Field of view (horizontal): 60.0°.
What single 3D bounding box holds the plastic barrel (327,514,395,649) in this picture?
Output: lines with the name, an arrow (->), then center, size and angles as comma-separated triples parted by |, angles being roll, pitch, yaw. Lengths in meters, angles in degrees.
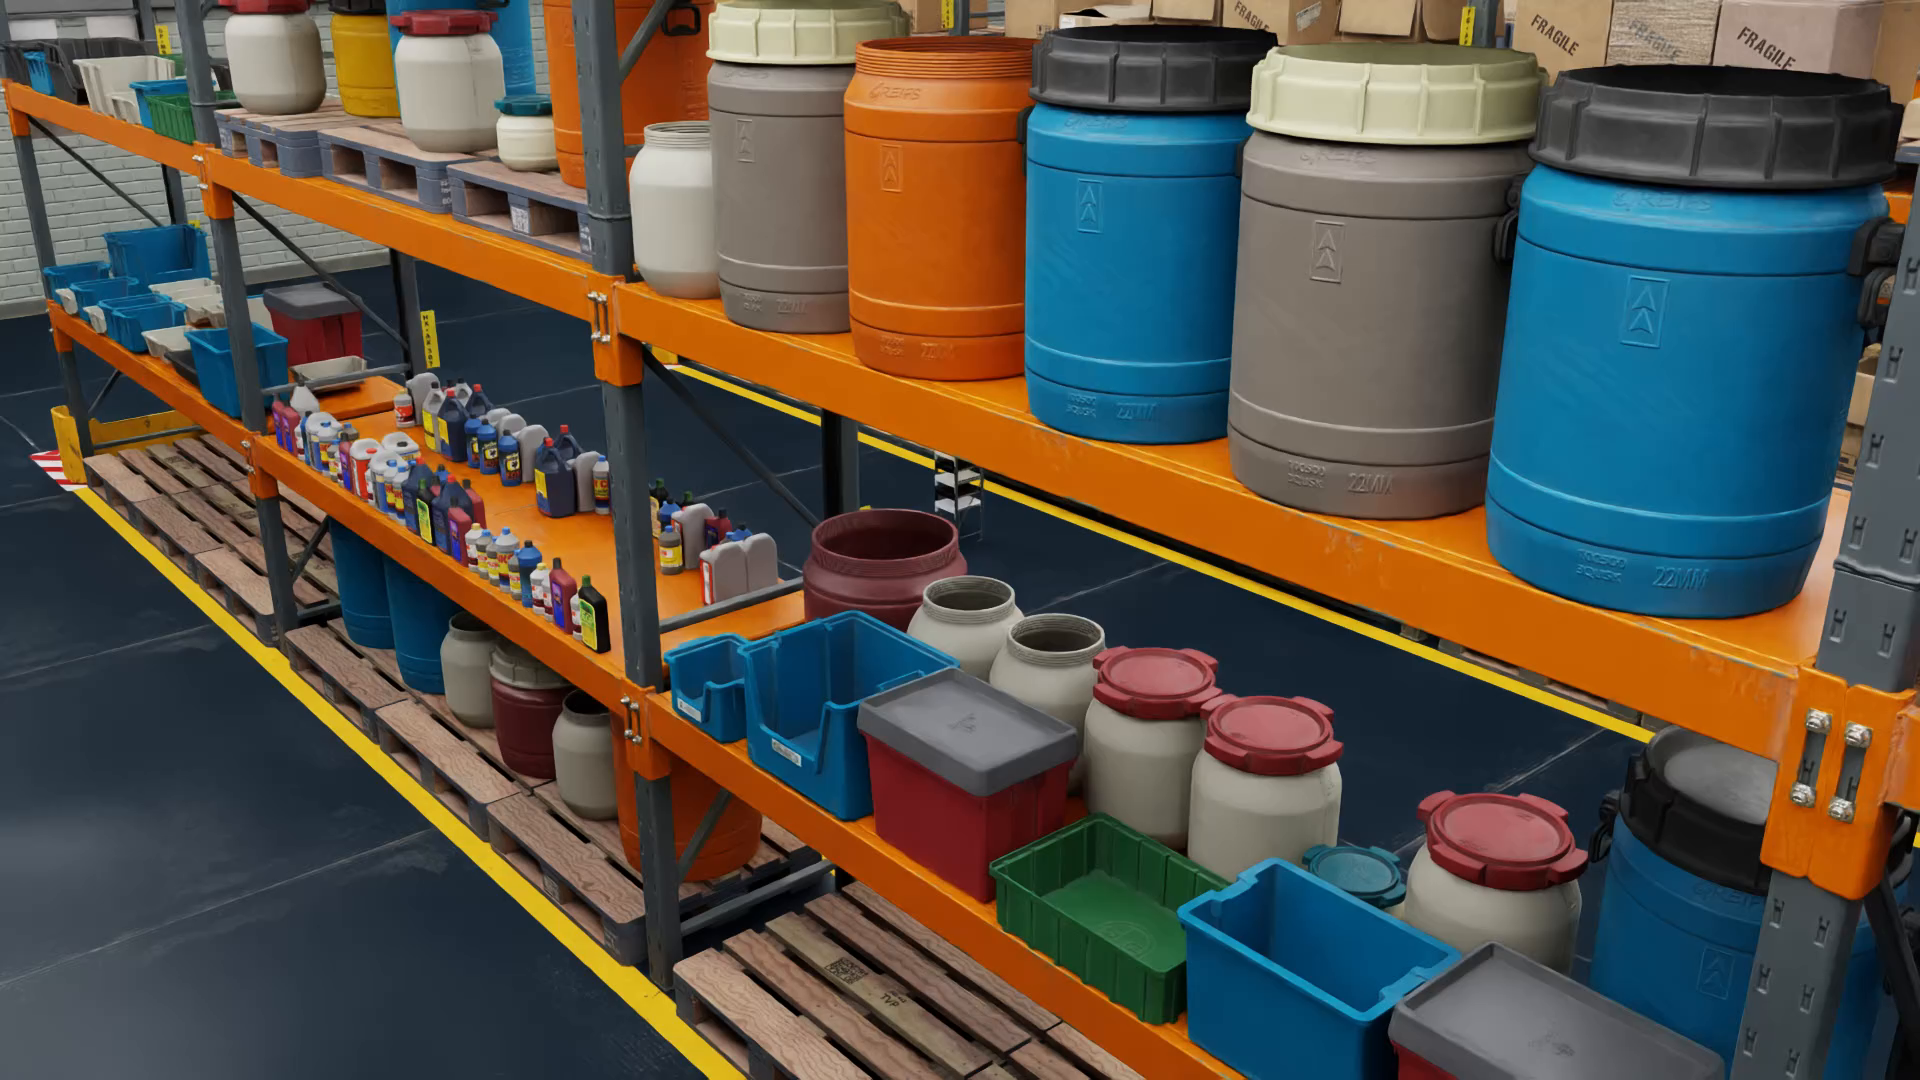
plastic barrel -> -3.073, 0.066, 9.005 | 0.600, 0.901, 0.708 | -17, 27, -37

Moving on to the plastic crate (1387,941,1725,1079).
plastic crate -> 1.259, 1.249, 3.593 | 0.402, 0.464, 0.583 | -17, 27, -37

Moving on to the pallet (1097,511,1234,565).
pallet -> 1.698, -0.218, 11.252 | 1.003, 0.211, 1.213 | -17, 27, -37

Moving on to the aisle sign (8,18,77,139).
aisle sign -> -6.298, -3.135, 11.310 | 0.394, 0.787, 0.004 | -17, 27, -37

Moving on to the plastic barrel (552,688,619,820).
plastic barrel -> -1.573, 0.932, 7.327 | 0.421, 0.512, 0.421 | 0, 21, 0

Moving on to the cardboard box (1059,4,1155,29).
cardboard box -> 0.985, -3.275, 10.667 | 0.500, 0.311, 0.500 | -19, 28, -39

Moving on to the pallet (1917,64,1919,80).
pallet -> 7.232, -3.240, 11.290 | 1.213, 0.211, 1.003 | -16, 26, -35

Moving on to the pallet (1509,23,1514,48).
pallet -> 5.162, -4.030, 13.304 | 1.213, 0.211, 1.003 | -17, 27, -37

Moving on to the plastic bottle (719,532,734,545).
plastic bottle -> -0.960, 0.066, 6.976 | 0.097, 0.201, 0.097 | 0, 21, 0

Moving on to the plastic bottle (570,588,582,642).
plastic bottle -> -1.453, 0.281, 6.426 | 0.097, 0.201, 0.097 | 0, 21, 0

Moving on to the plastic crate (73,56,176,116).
plastic crate -> -4.813, -2.631, 9.638 | 0.437, 0.282, 0.530 | -17, 27, -37

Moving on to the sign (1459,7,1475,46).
sign -> 2.522, -2.489, 8.294 | 0.100, 0.325, 0.005 | -17, 27, -37

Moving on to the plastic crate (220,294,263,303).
plastic crate -> -4.491, -1.419, 10.641 | 0.416, 0.233, 0.300 | -17, 27, -37

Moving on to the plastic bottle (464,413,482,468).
plastic bottle -> -2.428, -0.503, 8.332 | 0.097, 0.271, 0.097 | 0, 21, 0

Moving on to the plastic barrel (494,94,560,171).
plastic barrel -> -1.615, -1.554, 6.340 | 0.301, 0.262, 0.301 | 0, 21, 0

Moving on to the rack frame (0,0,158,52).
rack frame -> -6.026, -4.769, 10.820 | 1.000, 3.000, 0.127 | -17, 27, -37

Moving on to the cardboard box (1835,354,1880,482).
cardboard box -> 4.357, -0.540, 7.531 | 0.797, 0.503, 0.637 | -14, 26, -32

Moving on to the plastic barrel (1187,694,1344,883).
plastic barrel -> 0.869, 0.758, 4.750 | 0.433, 0.535, 0.433 | 0, 21, 0

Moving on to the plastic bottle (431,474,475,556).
plastic bottle -> -2.210, -0.122, 7.250 | 0.144, 0.351, 0.185 | -17, 27, -37

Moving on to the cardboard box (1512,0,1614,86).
cardboard box -> 3.060, -2.429, 8.137 | 0.500, 0.500, 0.500 | -17, 27, -37

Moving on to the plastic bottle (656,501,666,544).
plastic bottle -> -1.286, -0.072, 7.328 | 0.097, 0.201, 0.097 | 0, 21, 0

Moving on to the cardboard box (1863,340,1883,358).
cardboard box -> 7.101, -1.055, 12.074 | 1.050, 0.750, 0.750 | -18, 28, -38

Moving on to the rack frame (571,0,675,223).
rack frame -> -0.804, -2.558, 5.177 | 1.000, 3.000, 0.127 | -17, 27, -37

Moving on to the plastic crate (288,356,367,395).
plastic crate -> -3.611, -0.938, 9.545 | 0.396, 0.136, 0.243 | -17, 27, -37

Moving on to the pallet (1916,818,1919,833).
pallet -> 5.050, 1.245, 7.517 | 1.003, 0.211, 1.213 | -17, 27, -37

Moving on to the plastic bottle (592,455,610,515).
plastic bottle -> -1.651, -0.259, 7.709 | 0.097, 0.271, 0.097 | 0, 21, 0

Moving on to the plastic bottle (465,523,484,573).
plastic bottle -> -2.048, 0.029, 7.069 | 0.097, 0.201, 0.097 | 0, 21, 0

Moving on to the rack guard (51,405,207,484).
rack guard -> -6.052, -0.815, 12.379 | 1.175, 0.500, 0.348 | -17, 27, -37

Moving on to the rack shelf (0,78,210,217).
rack shelf -> -4.721, -2.484, 10.088 | 1.077, 0.370, 4.000 | -17, 27, -37

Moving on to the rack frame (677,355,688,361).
rack frame -> -2.274, -3.154, 14.925 | 1.000, 3.000, 0.127 | -17, 27, -37

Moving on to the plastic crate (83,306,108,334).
plastic crate -> -5.525, -1.438, 10.822 | 0.250, 0.136, 0.298 | -17, 27, -37

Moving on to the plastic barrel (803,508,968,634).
plastic barrel -> -0.272, 0.228, 6.103 | 0.600, 0.536, 0.708 | -17, 27, -37

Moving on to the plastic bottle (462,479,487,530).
plastic bottle -> -2.149, -0.122, 7.343 | 0.061, 0.283, 0.133 | -17, 27, -37

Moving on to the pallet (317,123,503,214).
pallet -> -2.087, -1.673, 7.288 | 1.003, 0.211, 1.213 | -17, 27, -37

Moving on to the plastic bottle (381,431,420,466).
plastic bottle -> -2.682, -0.374, 7.996 | 0.152, 0.276, 0.135 | -17, 27, -37

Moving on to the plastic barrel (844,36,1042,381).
plastic barrel -> -0.006, -0.902, 4.473 | 0.600, 0.830, 0.708 | -17, 27, -37

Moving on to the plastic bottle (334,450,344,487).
plastic bottle -> -2.981, -0.366, 8.077 | 0.097, 0.201, 0.097 | 0, 21, 0

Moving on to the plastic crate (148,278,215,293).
plastic crate -> -5.357, -1.698, 11.486 | 0.396, 0.136, 0.243 | -17, 27, -37

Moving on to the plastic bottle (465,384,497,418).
plastic bottle -> -2.447, -0.620, 8.522 | 0.144, 0.351, 0.185 | -17, 27, -37

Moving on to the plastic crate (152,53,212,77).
plastic crate -> -5.166, -3.069, 10.884 | 0.450, 0.188, 0.336 | -17, 27, -37

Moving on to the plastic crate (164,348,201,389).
plastic crate -> -4.349, -1.015, 9.758 | 0.437, 0.125, 0.590 | -17, 27, -37

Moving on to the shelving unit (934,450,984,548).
shelving unit -> -0.005, -0.421, 10.826 | 0.258, 0.900, 0.210 | -17, 27, -37

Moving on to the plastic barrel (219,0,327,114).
plastic barrel -> -3.262, -2.321, 7.921 | 0.433, 0.535, 0.433 | 0, 21, 0

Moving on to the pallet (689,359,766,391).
pallet -> -1.693, -1.654, 14.917 | 1.003, 0.211, 1.213 | -17, 27, -37

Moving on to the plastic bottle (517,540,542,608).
plastic bottle -> -1.731, 0.131, 6.713 | 0.097, 0.271, 0.097 | 0, 21, 0

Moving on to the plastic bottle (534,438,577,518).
plastic bottle -> -1.876, -0.293, 7.688 | 0.144, 0.351, 0.185 | -17, 27, -37

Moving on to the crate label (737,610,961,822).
crate label -> -0.361, 0.557, 5.399 | 0.502, 0.435, 0.616 | -17, 27, -37

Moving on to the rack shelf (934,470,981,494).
rack shelf -> -0.005, -0.390, 10.838 | 0.258, 0.077, 0.200 | -17, 27, -37

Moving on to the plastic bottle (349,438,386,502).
plastic bottle -> -2.797, -0.338, 7.904 | 0.152, 0.276, 0.135 | -17, 27, -37

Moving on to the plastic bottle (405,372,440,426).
plastic bottle -> -2.913, -0.780, 9.034 | 0.152, 0.276, 0.135 | -17, 27, -37

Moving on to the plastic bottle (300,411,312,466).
plastic bottle -> -3.259, -0.516, 8.365 | 0.097, 0.271, 0.097 | 0, 21, 0

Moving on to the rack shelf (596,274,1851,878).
rack shelf -> 0.501, -0.274, 4.444 | 1.077, 0.370, 4.000 | -17, 27, -37

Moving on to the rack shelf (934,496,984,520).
rack shelf -> -0.005, -0.223, 10.903 | 0.258, 0.077, 0.200 | -17, 27, -37

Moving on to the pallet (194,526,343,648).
pallet -> -3.925, 0.234, 10.096 | 1.003, 0.211, 1.213 | -17, 27, -37

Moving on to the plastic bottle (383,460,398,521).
plastic bottle -> -2.591, -0.233, 7.643 | 0.097, 0.271, 0.097 | 0, 21, 0
